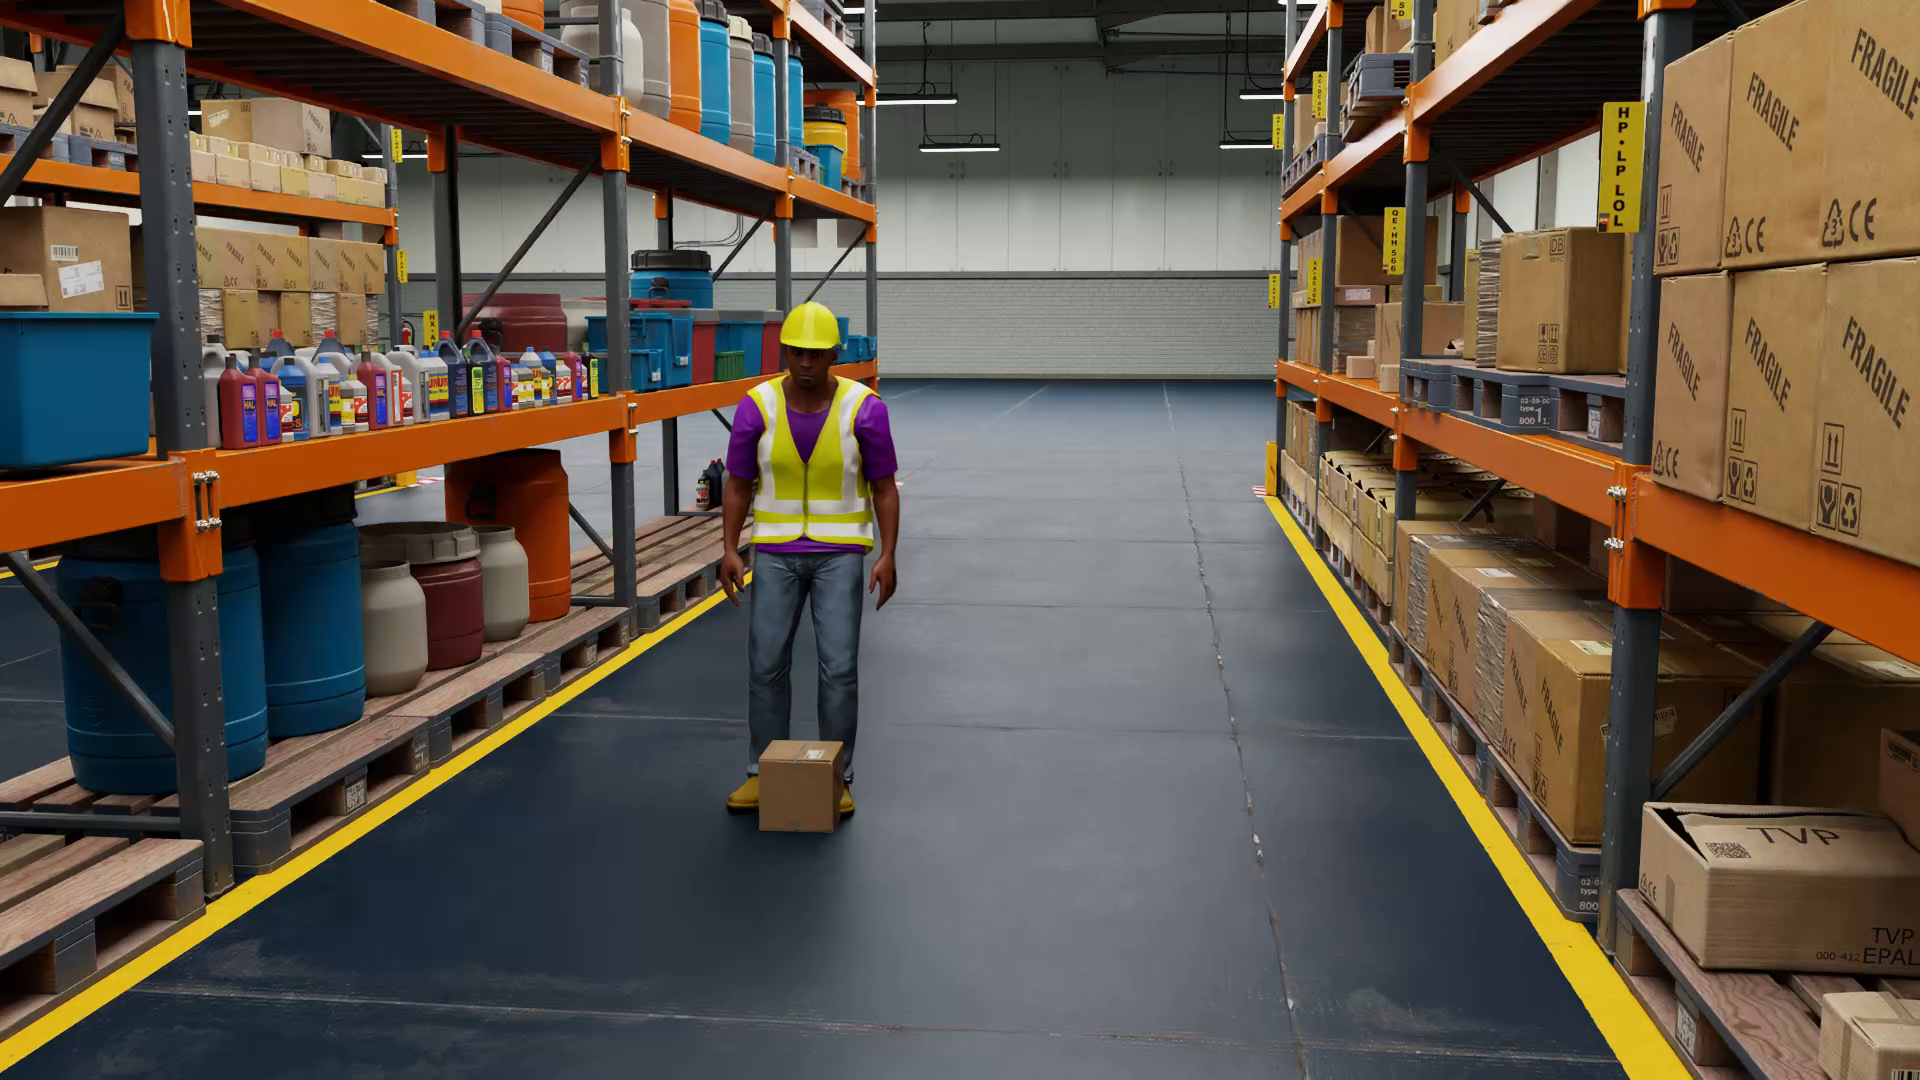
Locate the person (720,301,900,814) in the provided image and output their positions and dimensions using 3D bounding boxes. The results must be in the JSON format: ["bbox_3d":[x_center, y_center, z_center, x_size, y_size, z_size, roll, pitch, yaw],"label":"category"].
[{"bbox_3d":[-0.524,0.061,5.779,0.623,1.755,0.462,1,8,4],"label":"person"}]
